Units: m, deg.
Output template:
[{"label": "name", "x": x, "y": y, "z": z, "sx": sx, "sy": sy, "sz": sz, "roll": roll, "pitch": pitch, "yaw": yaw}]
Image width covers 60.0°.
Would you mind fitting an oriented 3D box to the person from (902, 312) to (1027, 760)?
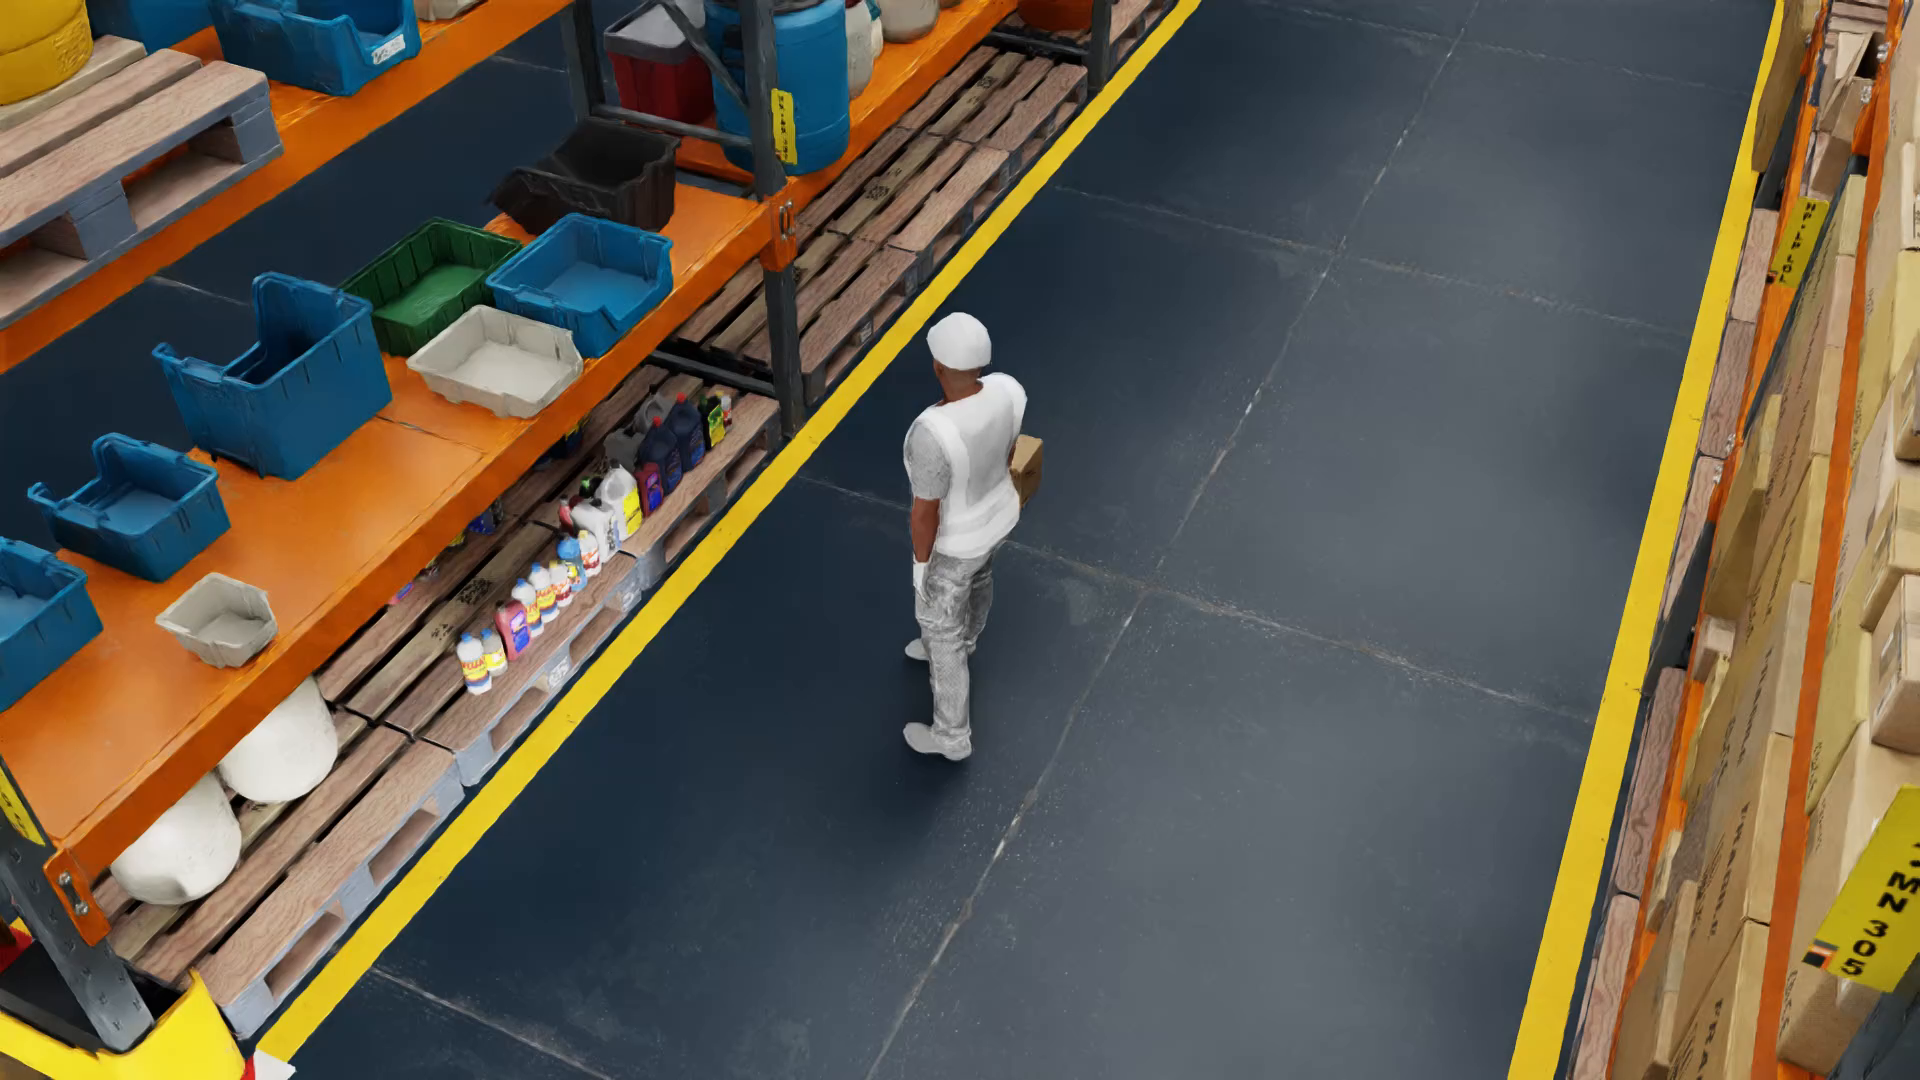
[{"label": "person", "x": -0.038, "y": -0.032, "z": 6.180, "sx": 0.568, "sy": 1.779, "sz": 0.660, "roll": 27, "pitch": 48, "yaw": 27}]
